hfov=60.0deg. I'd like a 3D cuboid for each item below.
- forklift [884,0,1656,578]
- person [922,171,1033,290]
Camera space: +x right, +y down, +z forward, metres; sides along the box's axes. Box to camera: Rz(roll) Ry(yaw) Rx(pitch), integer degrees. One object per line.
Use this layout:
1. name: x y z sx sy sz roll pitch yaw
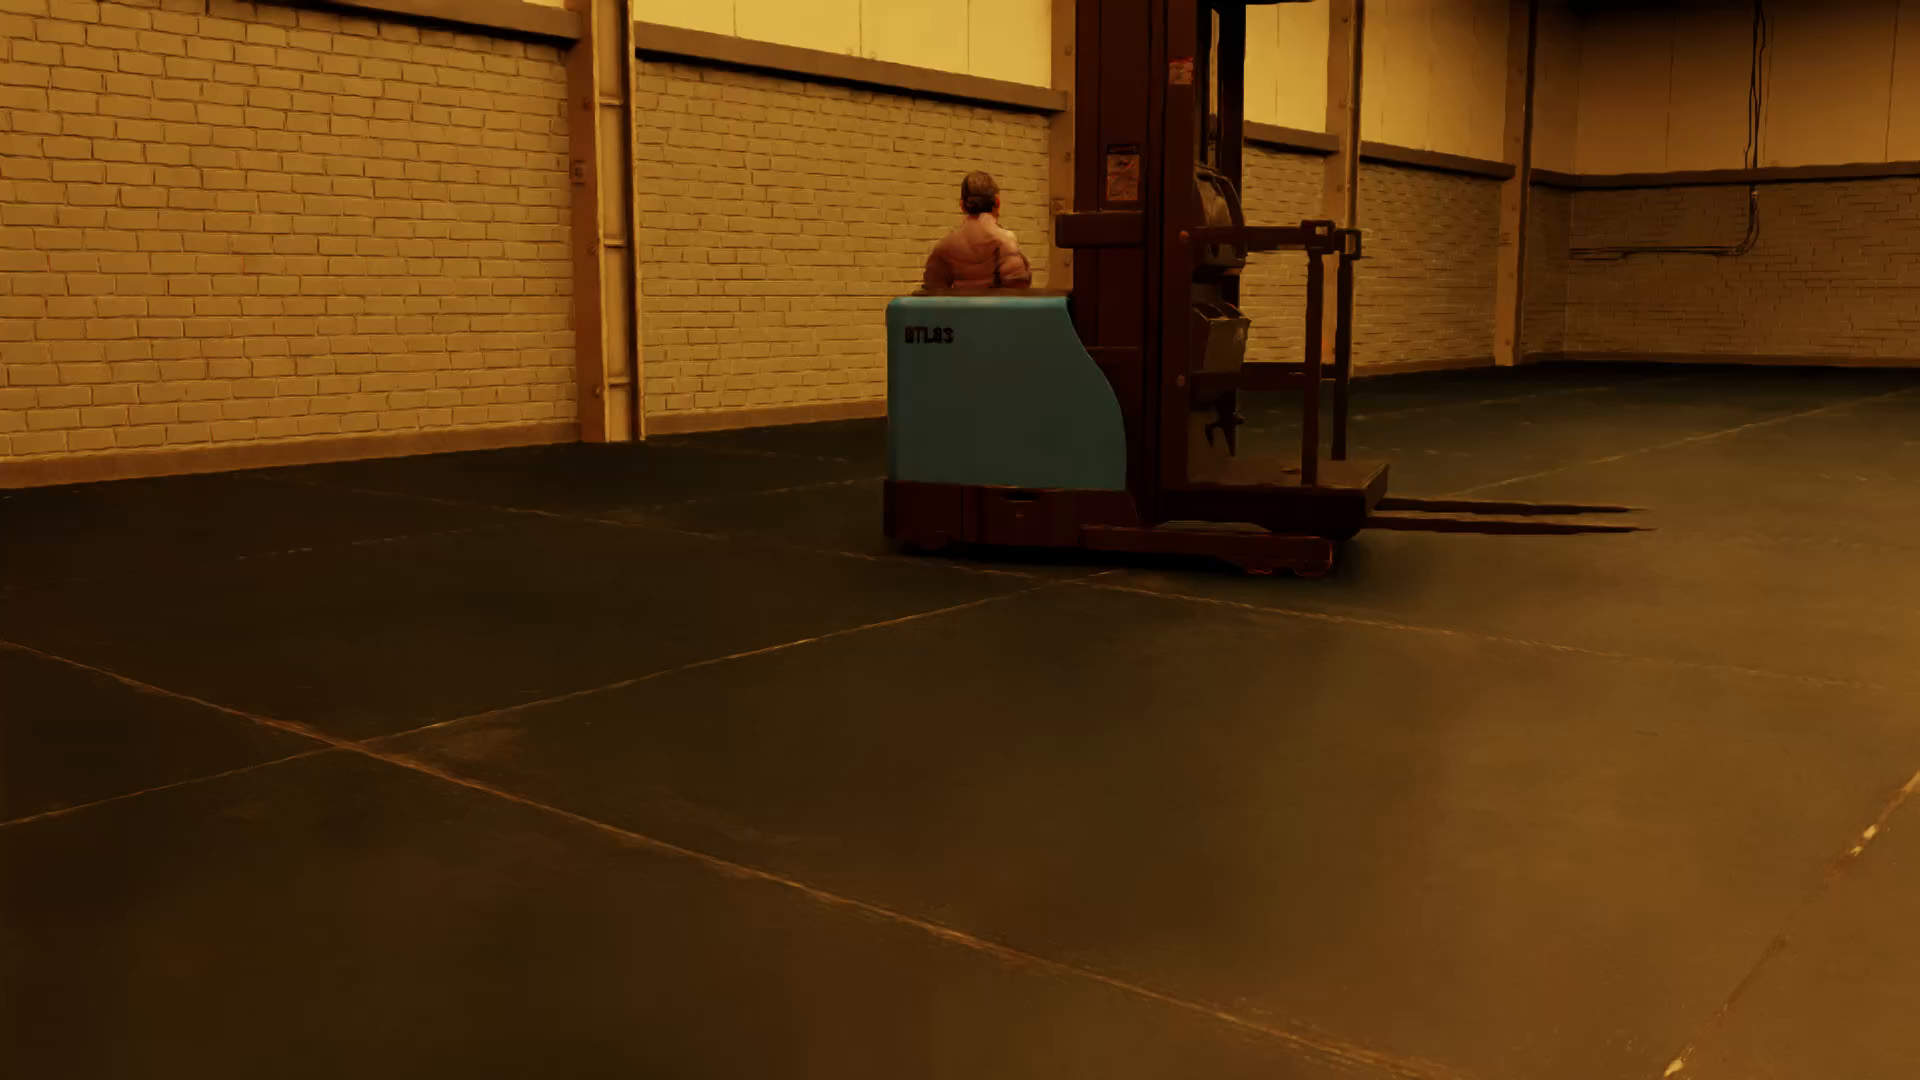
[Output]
1. forklift: 1.253 -1.389 6.774 3.031 2.935 1.130 3 9 19
2. person: 0.167 -0.816 7.433 0.671 1.598 0.490 6 10 37
